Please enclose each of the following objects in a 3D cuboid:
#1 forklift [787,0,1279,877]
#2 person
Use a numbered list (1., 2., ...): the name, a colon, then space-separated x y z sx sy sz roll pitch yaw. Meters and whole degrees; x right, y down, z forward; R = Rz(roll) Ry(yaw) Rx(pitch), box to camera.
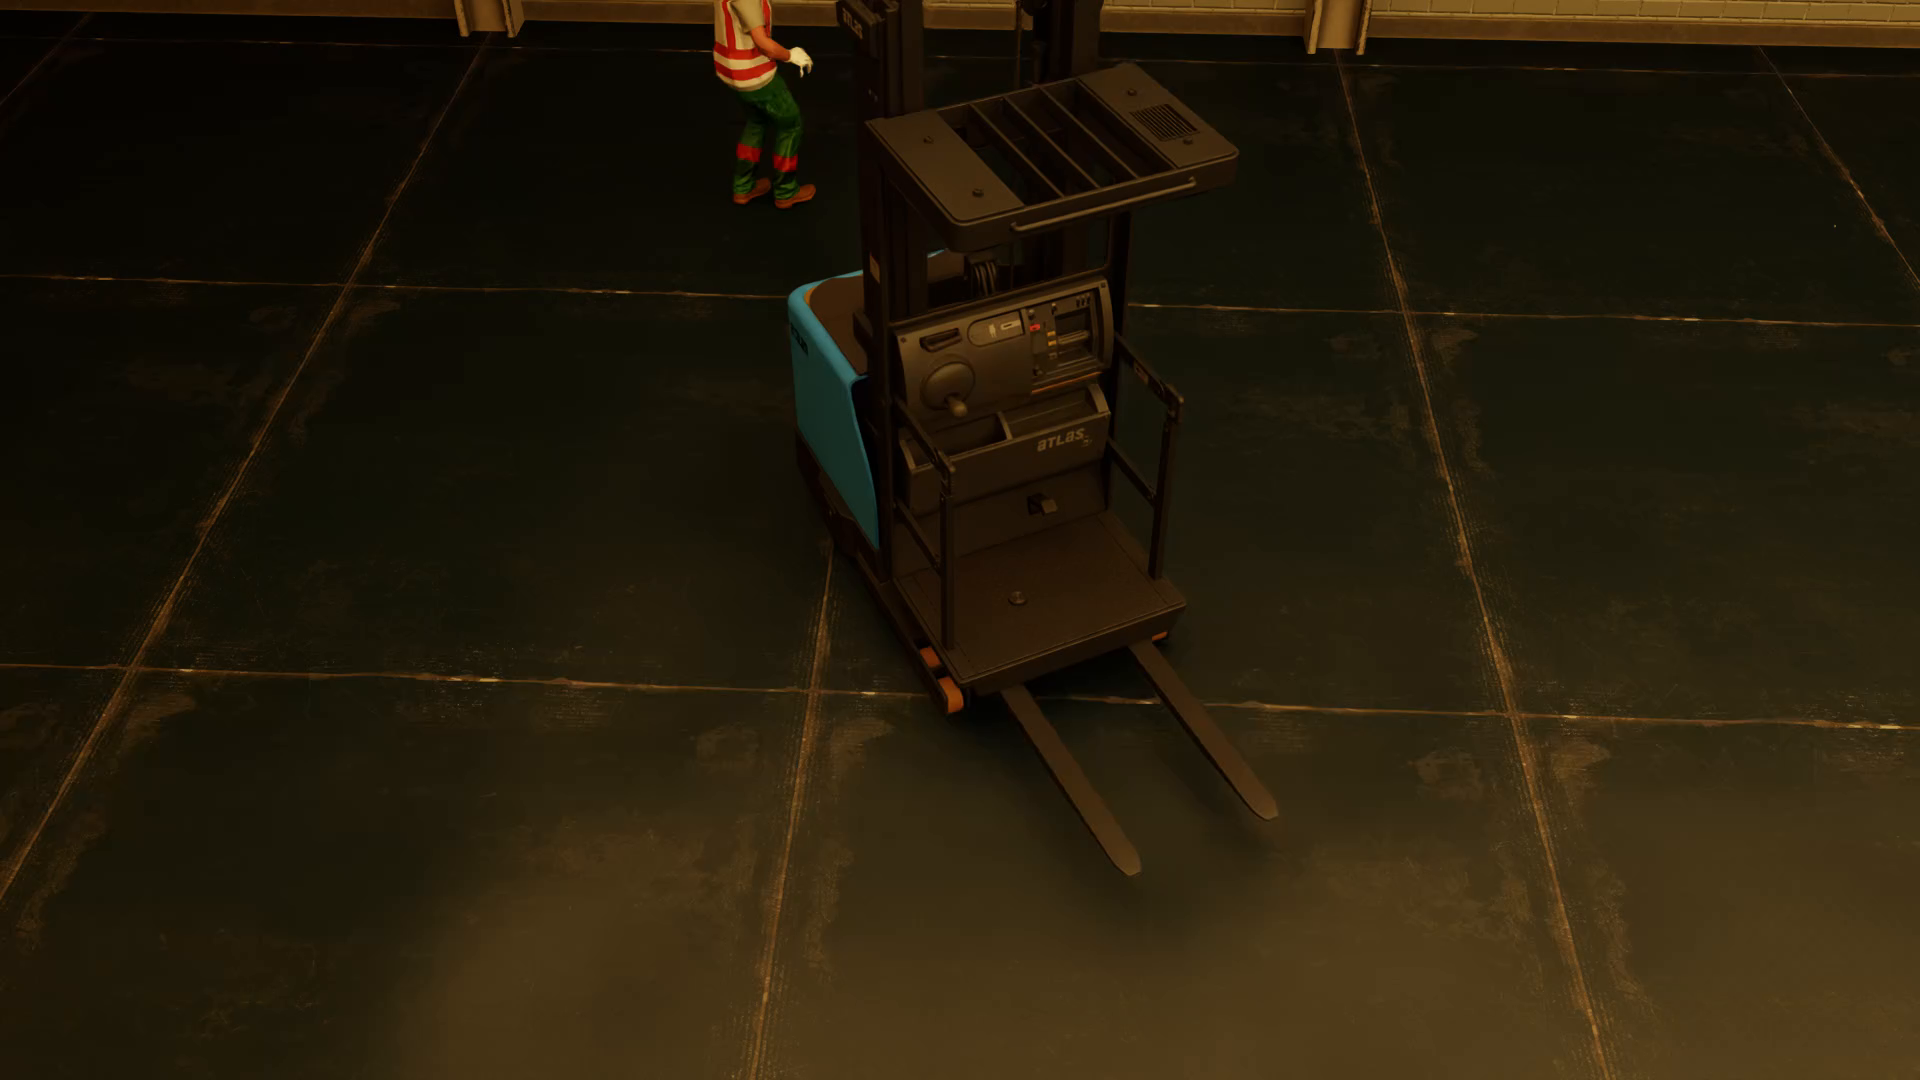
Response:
1. forklift: 0.283 -0.680 6.487 1.130 2.935 3.031 -18 45 -18
2. person: -1.172 -2.748 9.655 0.518 1.732 0.755 -25 48 -25
